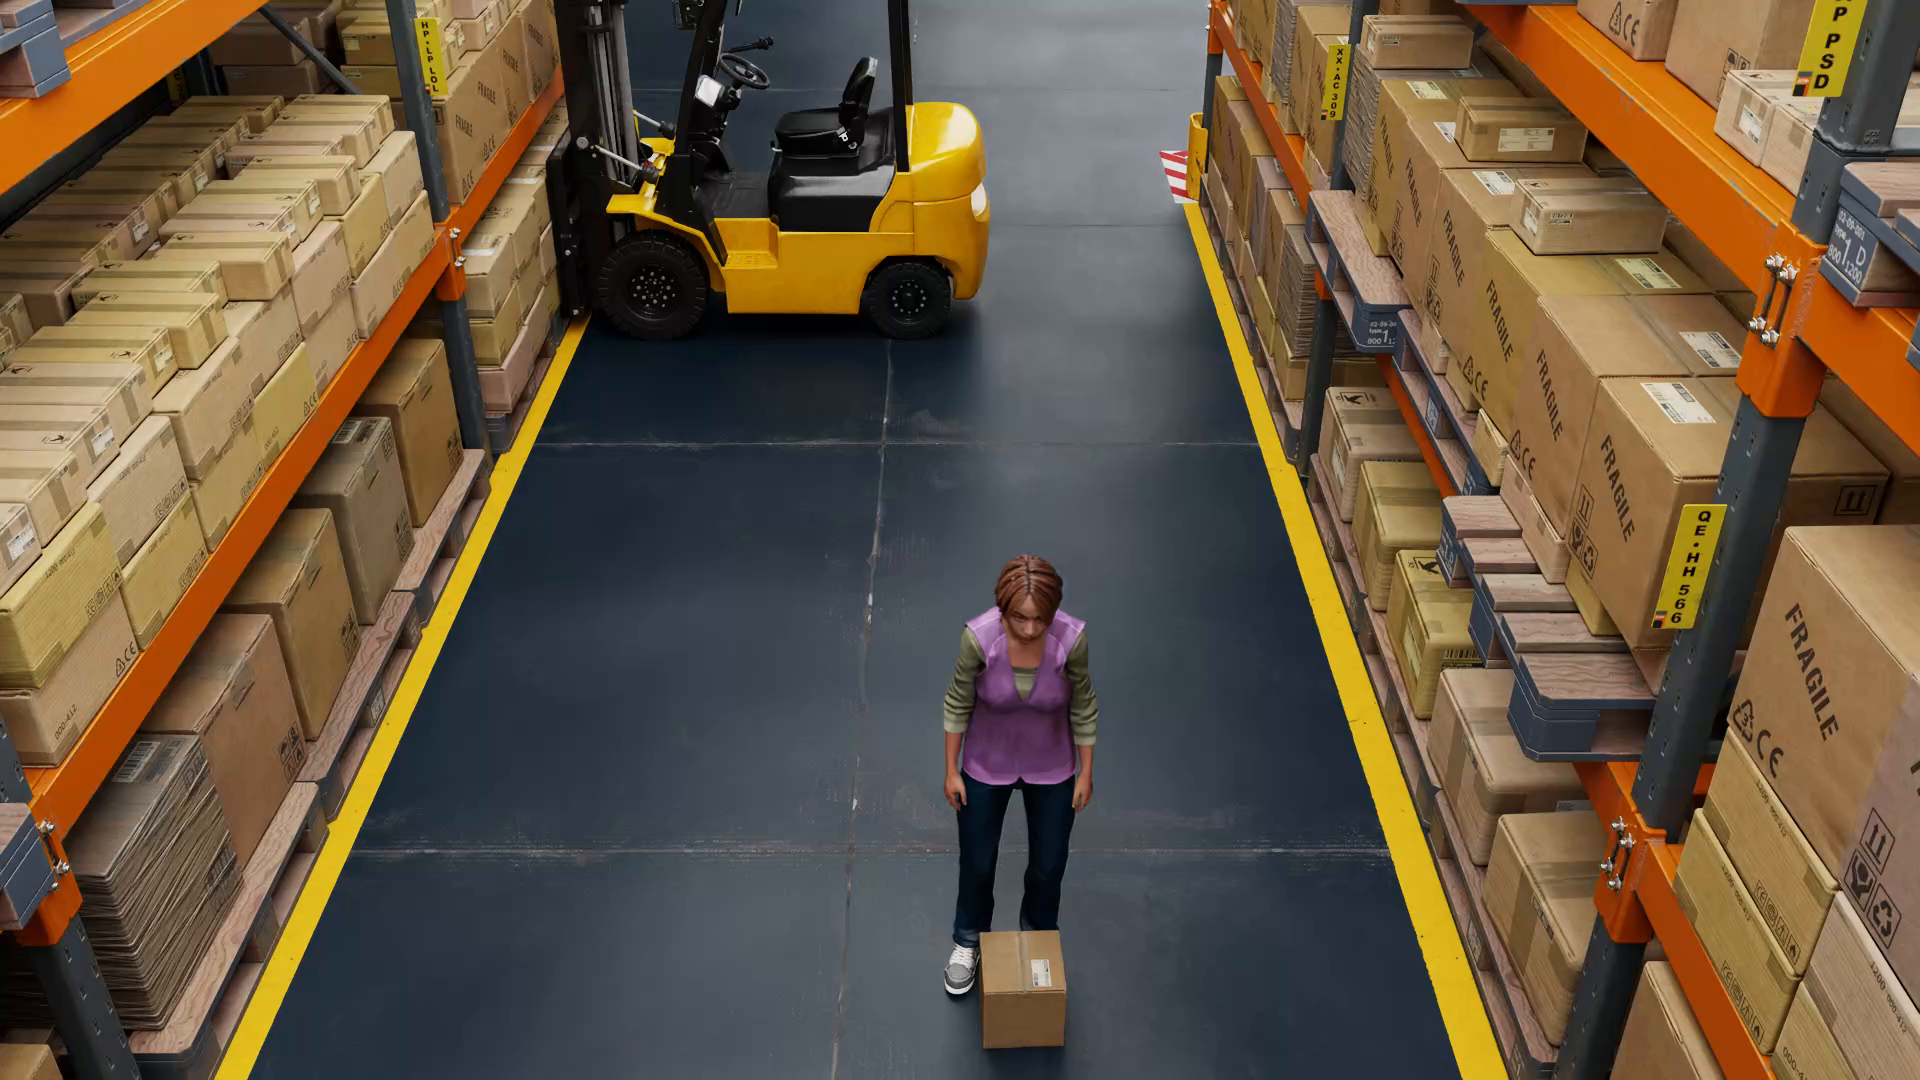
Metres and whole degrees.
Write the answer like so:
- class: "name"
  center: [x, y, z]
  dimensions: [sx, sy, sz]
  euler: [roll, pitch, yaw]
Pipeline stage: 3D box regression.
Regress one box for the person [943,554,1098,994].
- class: "person"
  center: [0.179, 0.708, 5.012]
  dimensions: [0.461, 1.593, 0.365]
  euler: [0, 32, 0]
